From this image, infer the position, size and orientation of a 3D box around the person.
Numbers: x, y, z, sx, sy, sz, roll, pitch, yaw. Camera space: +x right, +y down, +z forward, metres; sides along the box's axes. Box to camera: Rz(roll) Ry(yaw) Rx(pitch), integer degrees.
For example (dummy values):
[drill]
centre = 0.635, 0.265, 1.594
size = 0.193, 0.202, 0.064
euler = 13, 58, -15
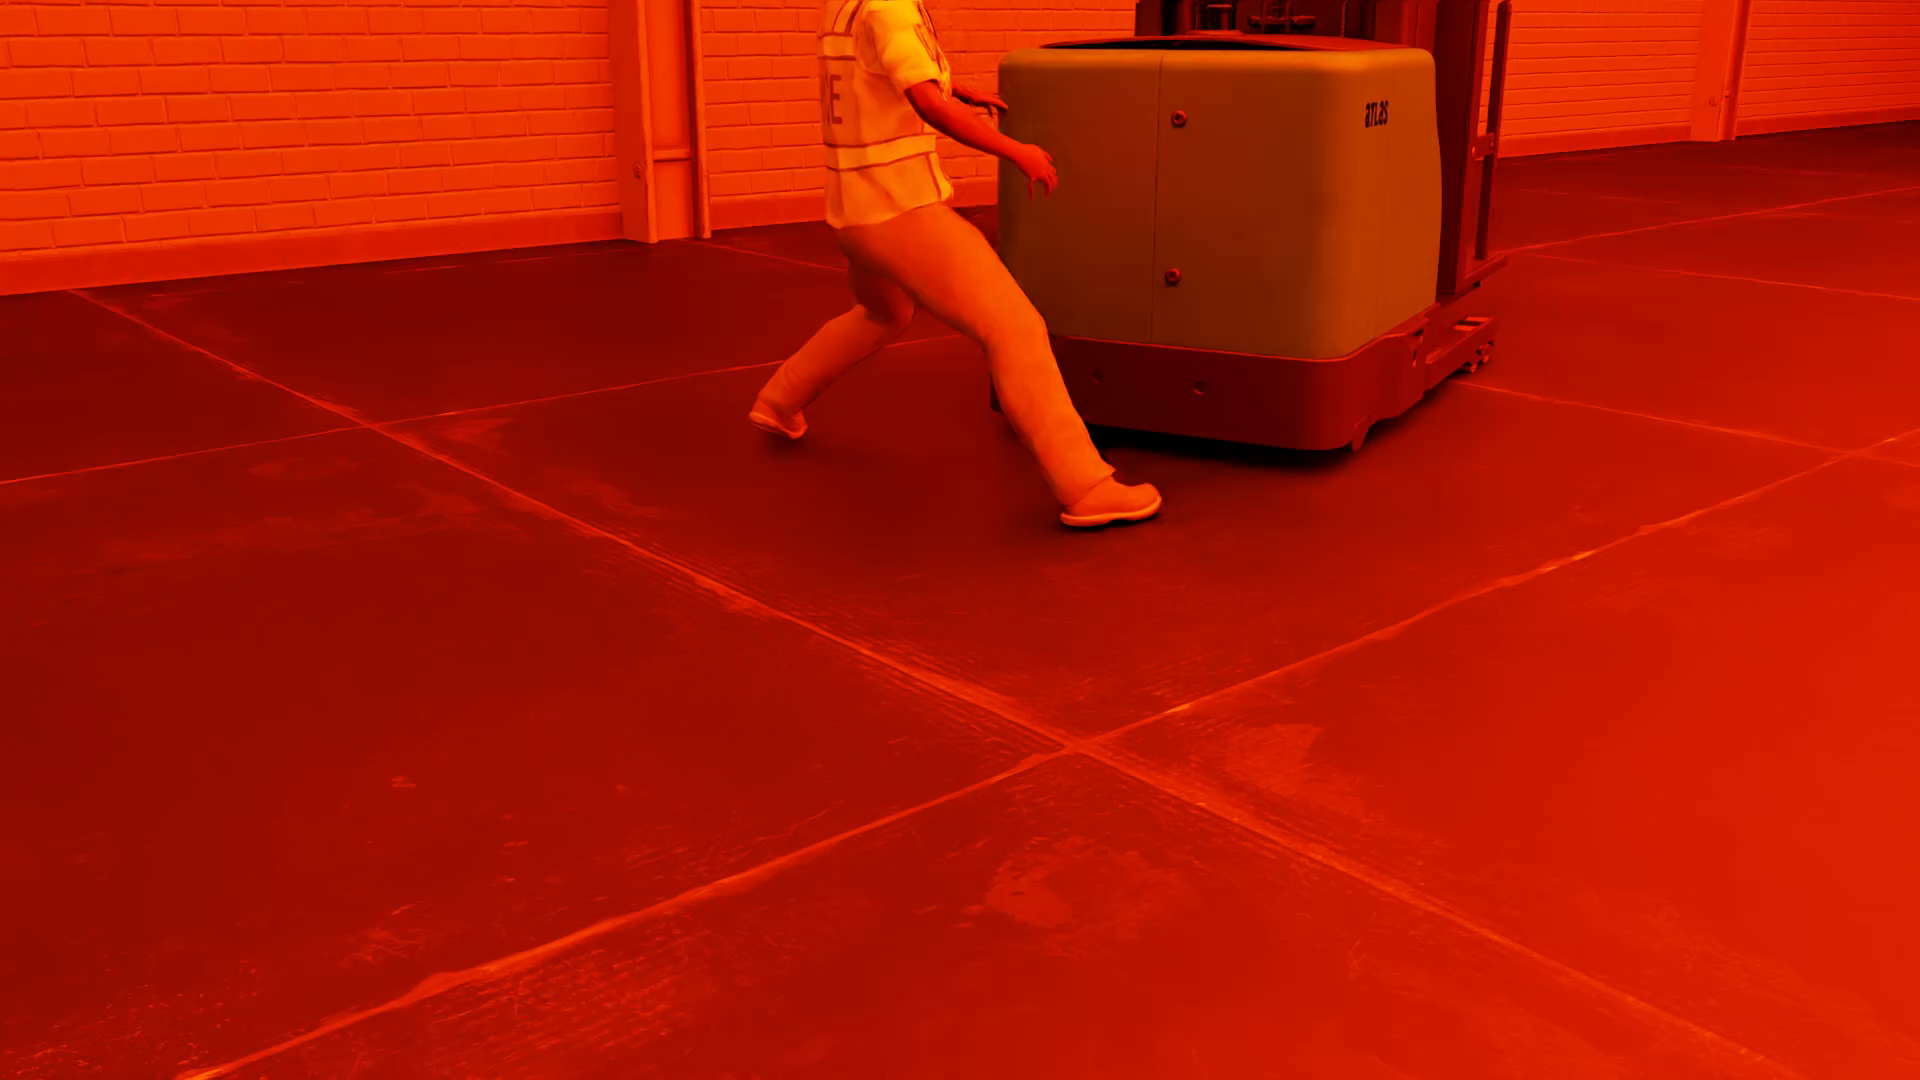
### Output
[person]
centre = -0.056, -0.869, 4.173
size = 0.881, 1.474, 1.201
euler = -4, 18, -14

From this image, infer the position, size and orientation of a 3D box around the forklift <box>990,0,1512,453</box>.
[forklift]
centre = 1.238, -2.024, 5.410
size = 1.130, 2.935, 3.031
euler = 9, 20, 27
